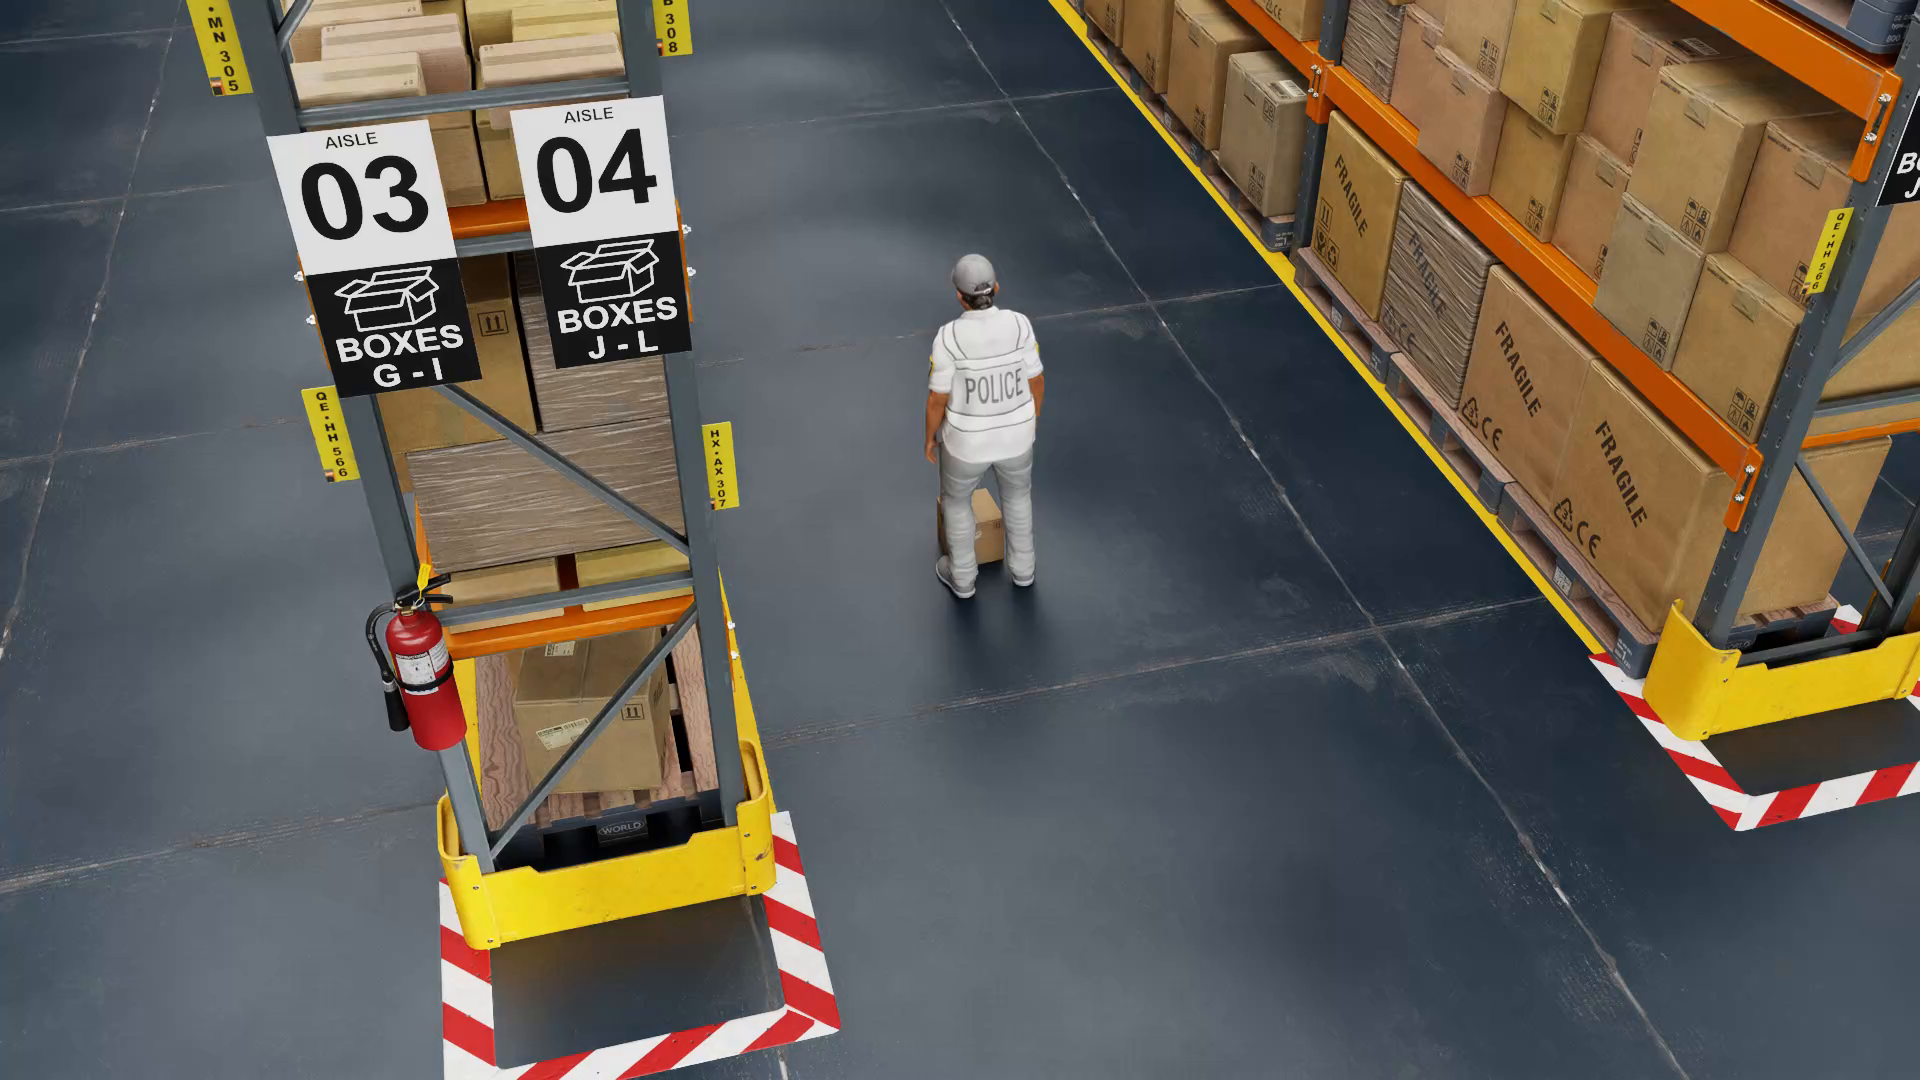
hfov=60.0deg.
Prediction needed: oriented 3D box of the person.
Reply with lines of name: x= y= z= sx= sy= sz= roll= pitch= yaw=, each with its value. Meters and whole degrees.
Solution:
person: x=0.109 y=-0.479 z=7.312 sx=0.554 sy=1.666 sz=0.470 roll=-10 pitch=40 yaw=-13
